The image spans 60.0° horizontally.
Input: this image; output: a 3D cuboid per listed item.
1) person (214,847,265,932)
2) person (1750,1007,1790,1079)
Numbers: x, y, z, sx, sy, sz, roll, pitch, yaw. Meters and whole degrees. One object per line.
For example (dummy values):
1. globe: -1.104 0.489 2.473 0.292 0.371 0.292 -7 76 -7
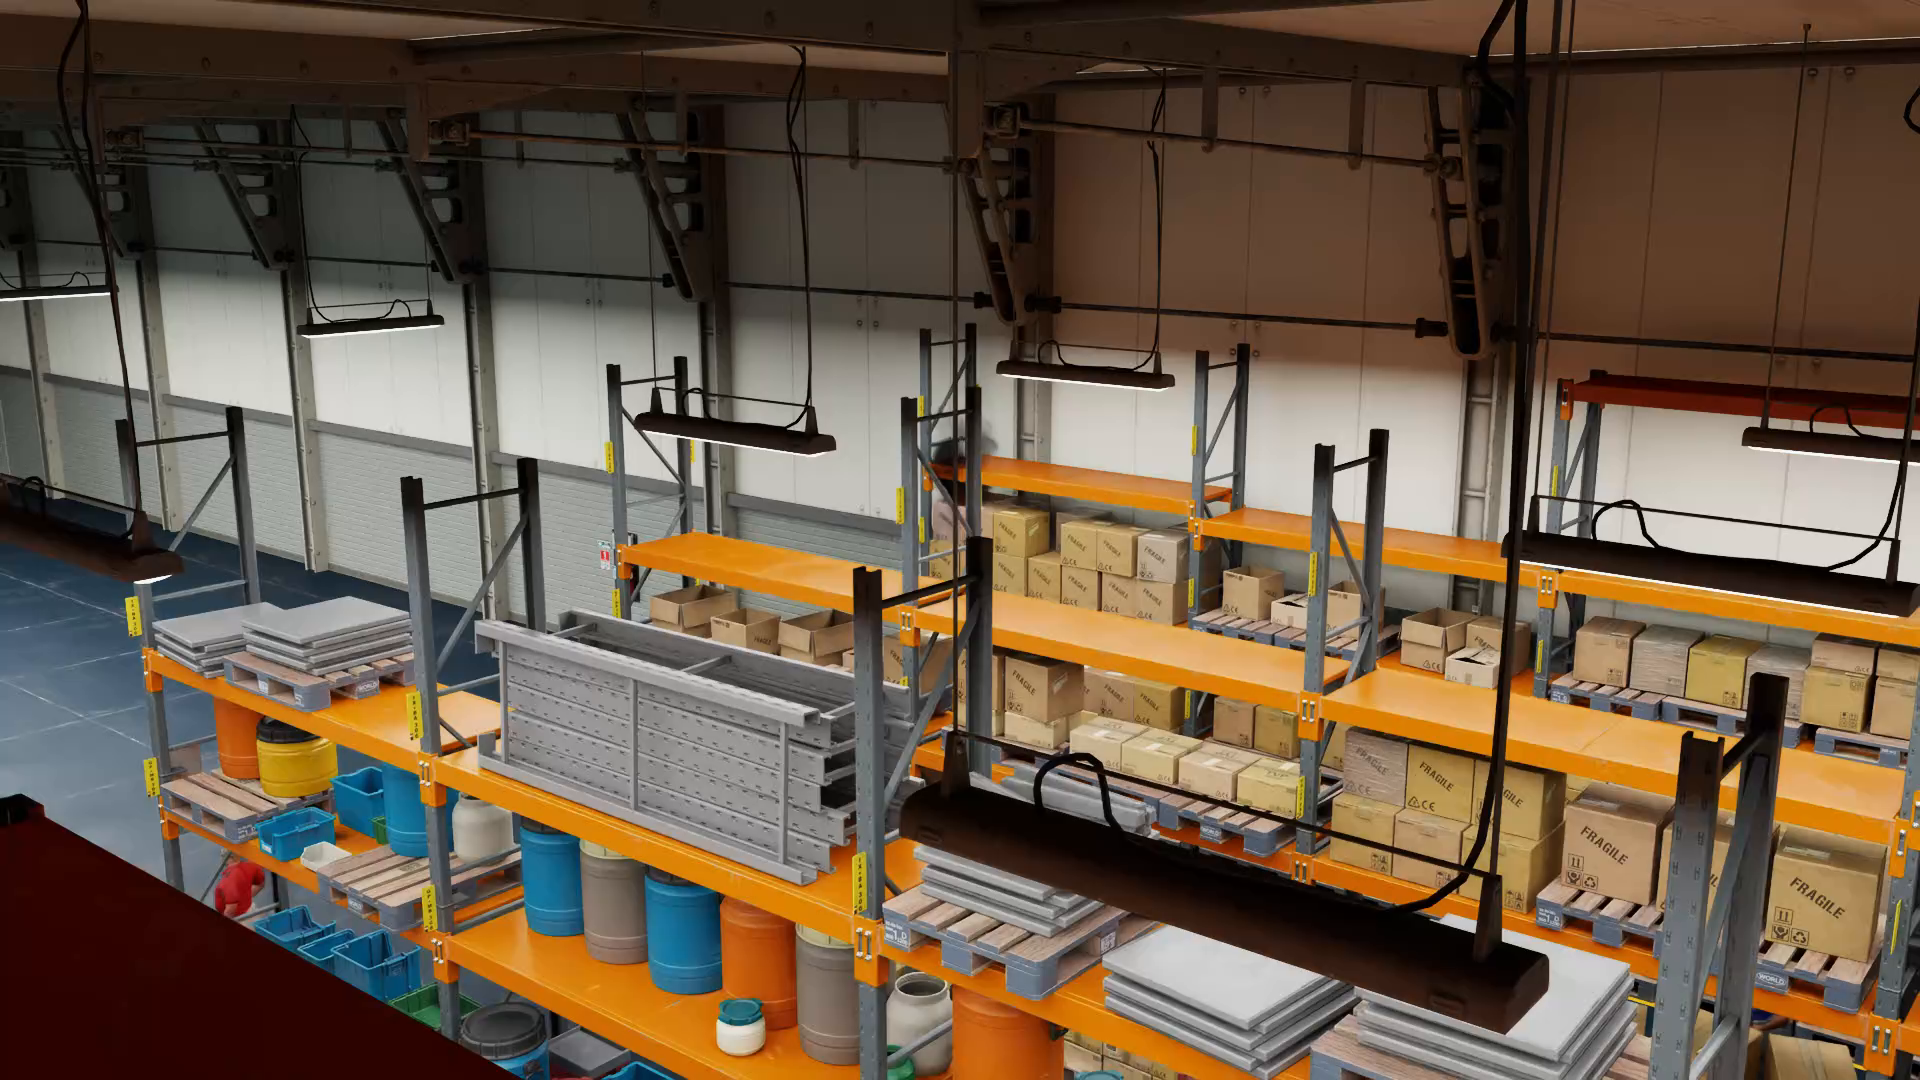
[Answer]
1. person: -6.896 3.706 16.011 0.650 1.682 0.678 1 13 2
2. person: 6.815 4.184 14.054 0.782 1.641 0.578 7 14 27
